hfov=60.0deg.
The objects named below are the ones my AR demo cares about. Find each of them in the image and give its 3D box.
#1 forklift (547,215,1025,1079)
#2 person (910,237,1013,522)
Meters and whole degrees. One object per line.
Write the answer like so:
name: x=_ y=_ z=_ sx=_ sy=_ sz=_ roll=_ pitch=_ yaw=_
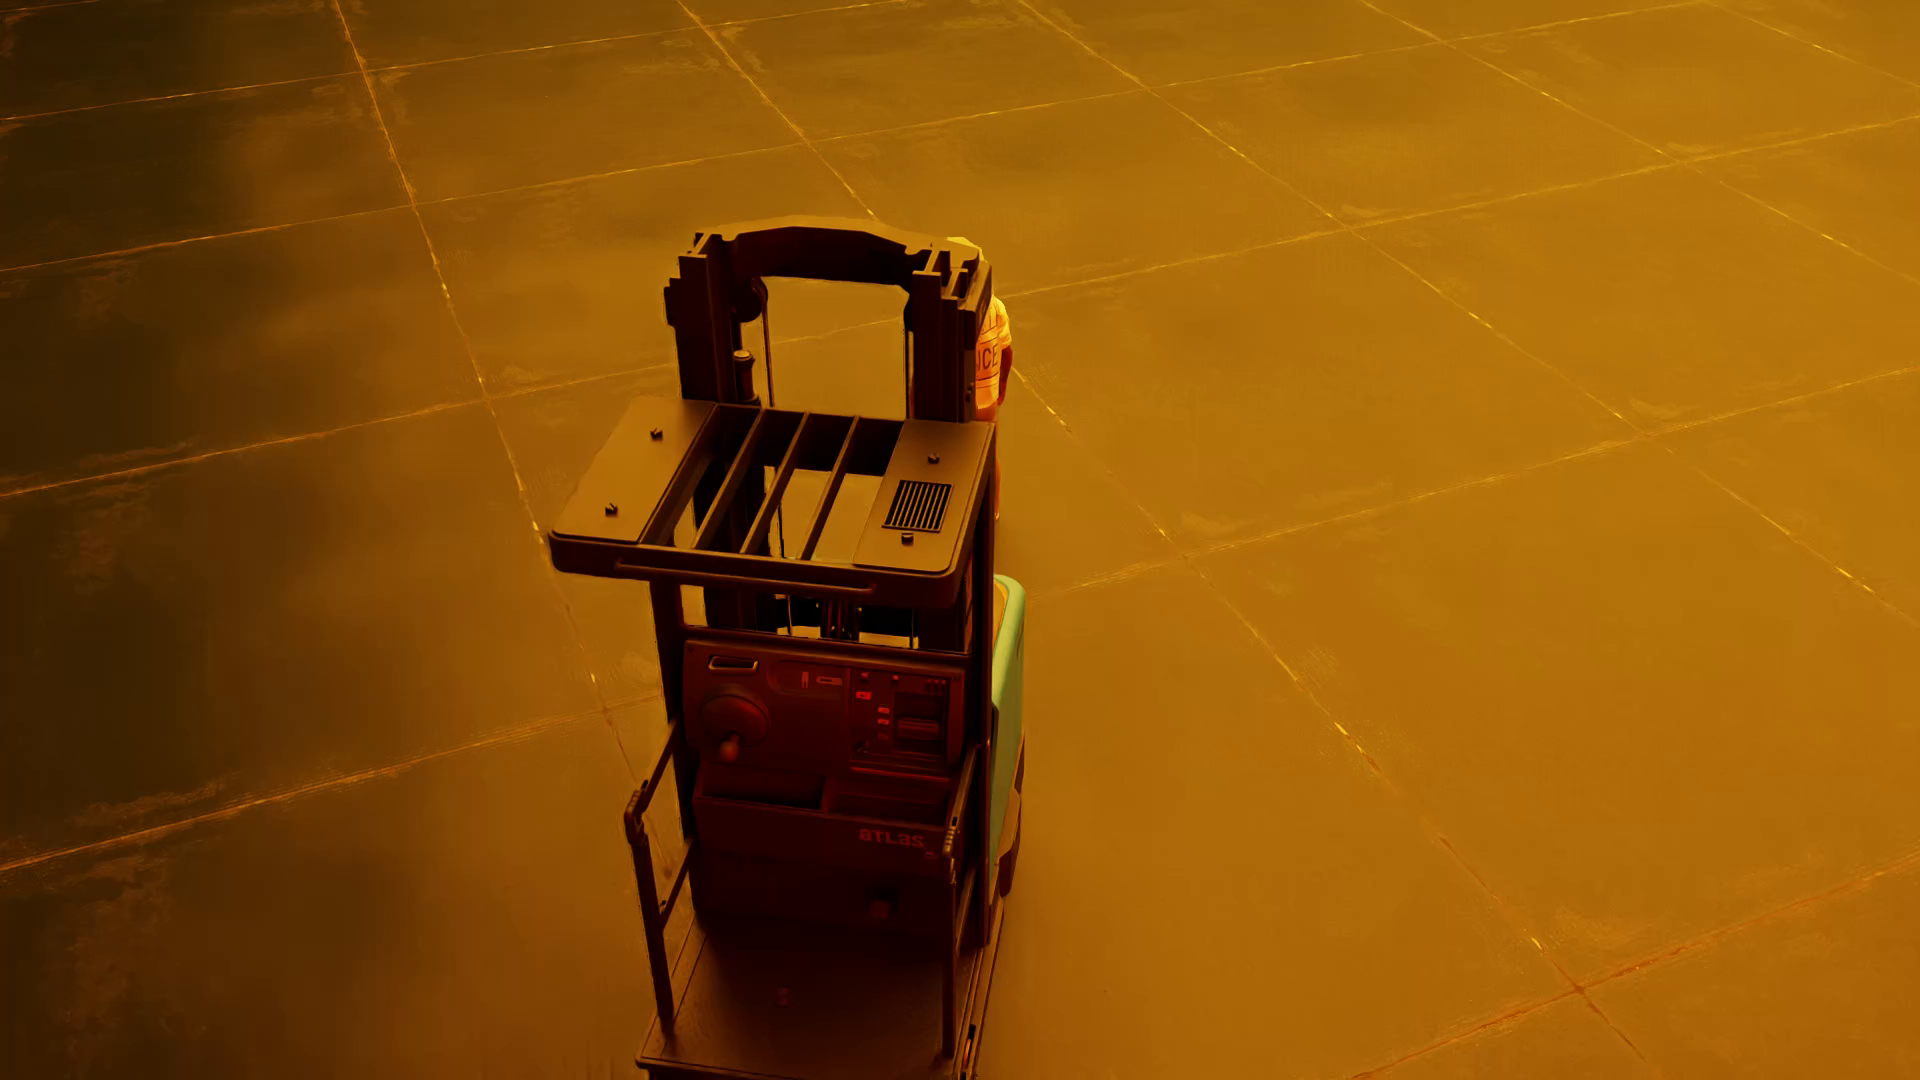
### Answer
forklift: x=-0.480 y=0.619 z=5.228 sx=1.130 sy=2.935 sz=3.031 roll=6 pitch=36 yaw=8
person: x=-0.011 y=-0.741 z=8.195 sx=0.569 sy=1.695 sz=0.530 roll=-14 pitch=38 yaw=-19
